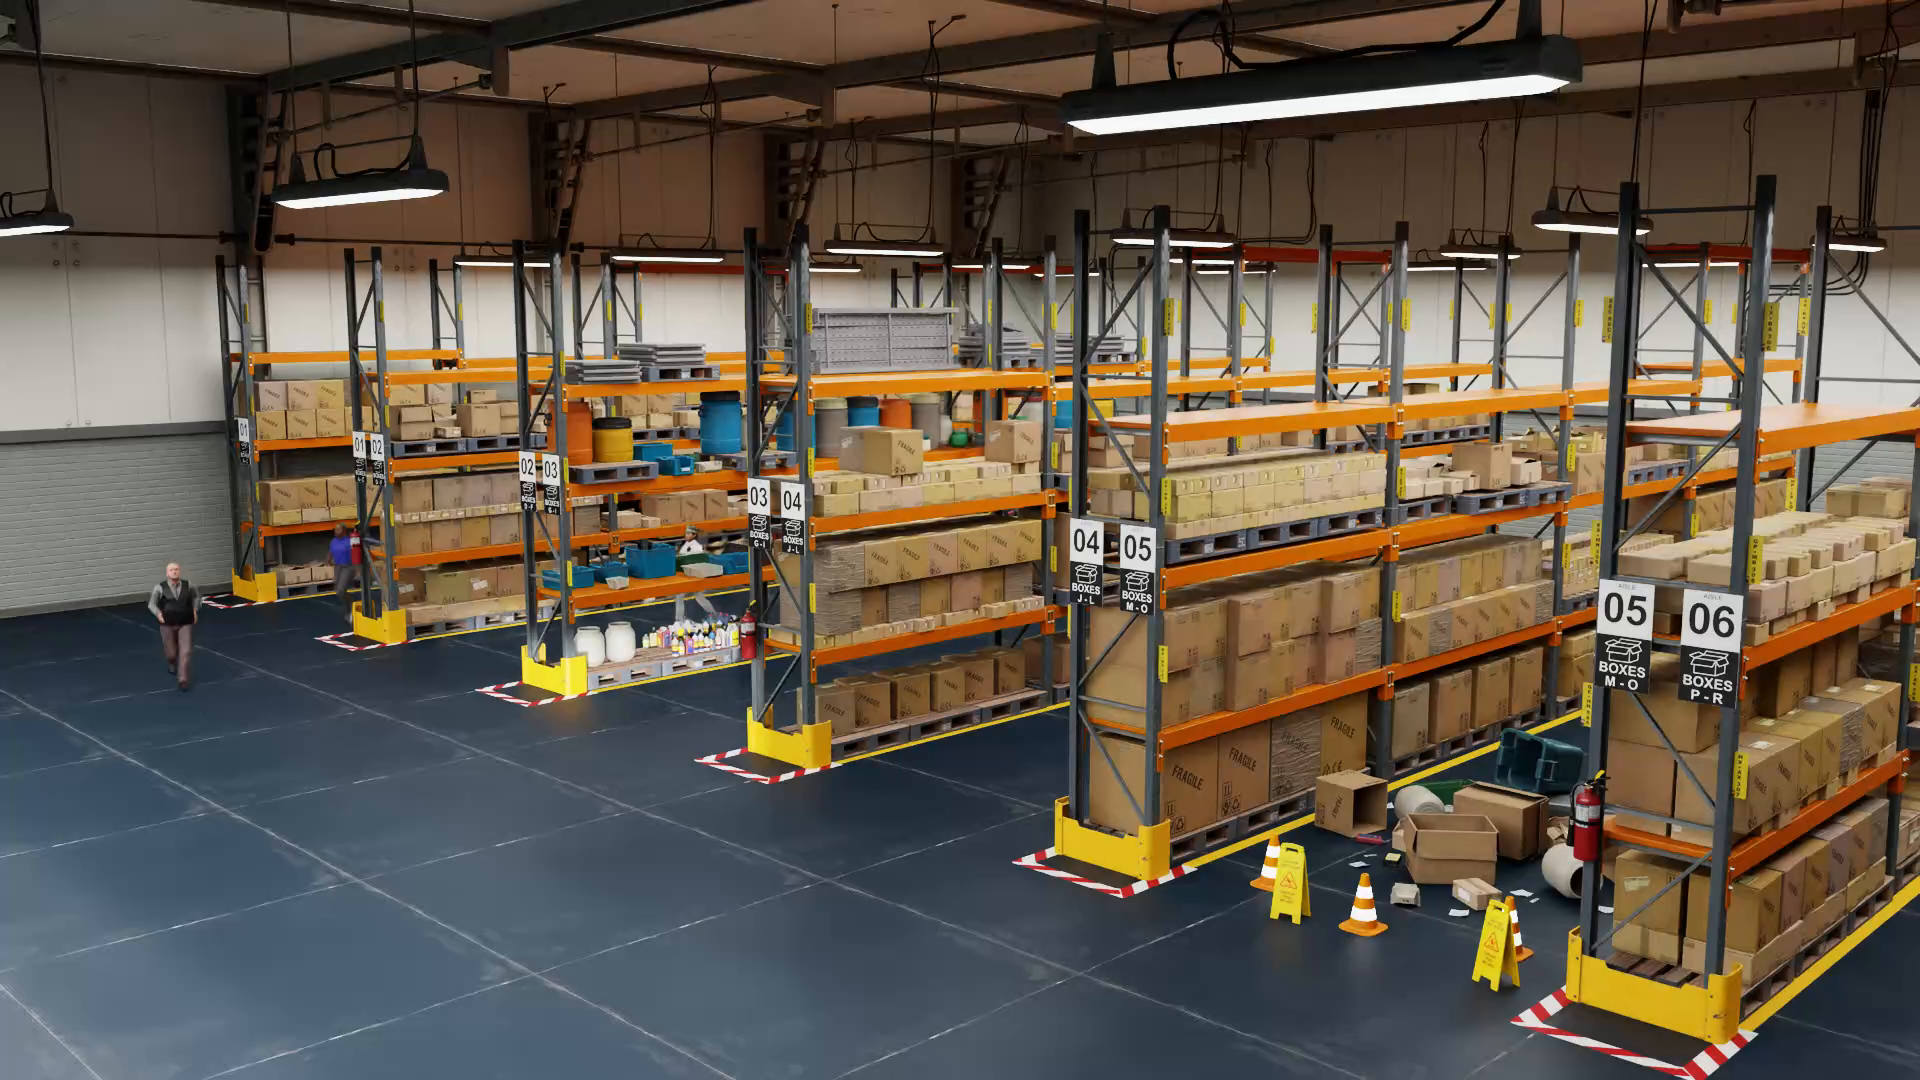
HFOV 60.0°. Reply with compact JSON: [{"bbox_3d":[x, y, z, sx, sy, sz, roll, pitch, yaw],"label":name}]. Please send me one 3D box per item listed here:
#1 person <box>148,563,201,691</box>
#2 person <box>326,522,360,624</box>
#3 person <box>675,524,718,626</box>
[{"bbox_3d":[-10.604,1.155,22.518,0.663,1.705,0.848,-5,9,-29],"label":"person"},{"bbox_3d":[-9.991,0.551,26.993,0.592,1.685,0.684,3,9,18],"label":"person"},{"bbox_3d":[-4.233,0.594,26.226,0.599,1.708,0.860,8,11,44],"label":"person"}]
